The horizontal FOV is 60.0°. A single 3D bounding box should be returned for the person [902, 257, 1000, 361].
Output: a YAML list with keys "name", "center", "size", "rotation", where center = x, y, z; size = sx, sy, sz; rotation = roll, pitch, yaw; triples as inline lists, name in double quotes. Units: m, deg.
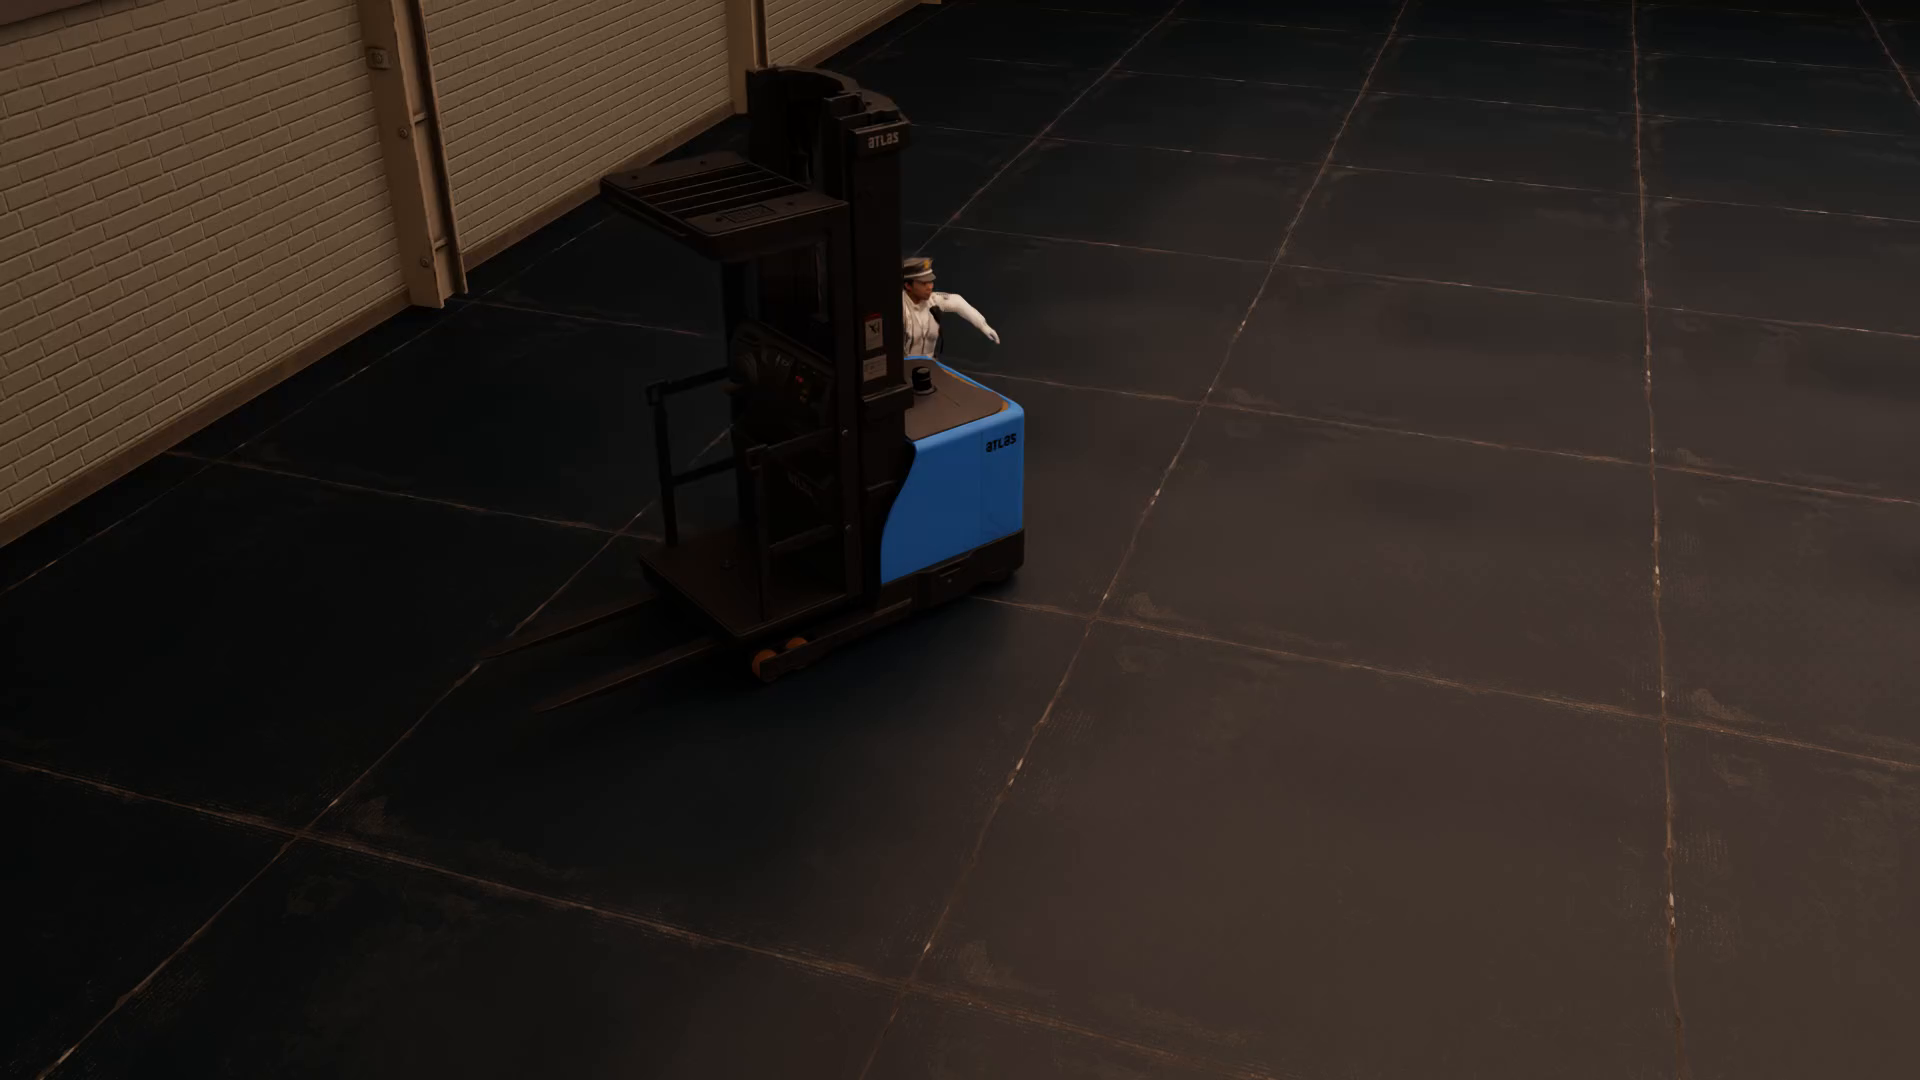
- name: "person"
  center: [-0.108, -0.991, 10.284]
  size: [0.767, 1.525, 0.991]
  rotation: [26, 39, 38]

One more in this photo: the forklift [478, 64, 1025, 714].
- name: "forklift"
  center: [-1.098, -0.821, 8.577]
  size: [3.031, 2.935, 1.130]
  rotation: [-21, 36, -32]
